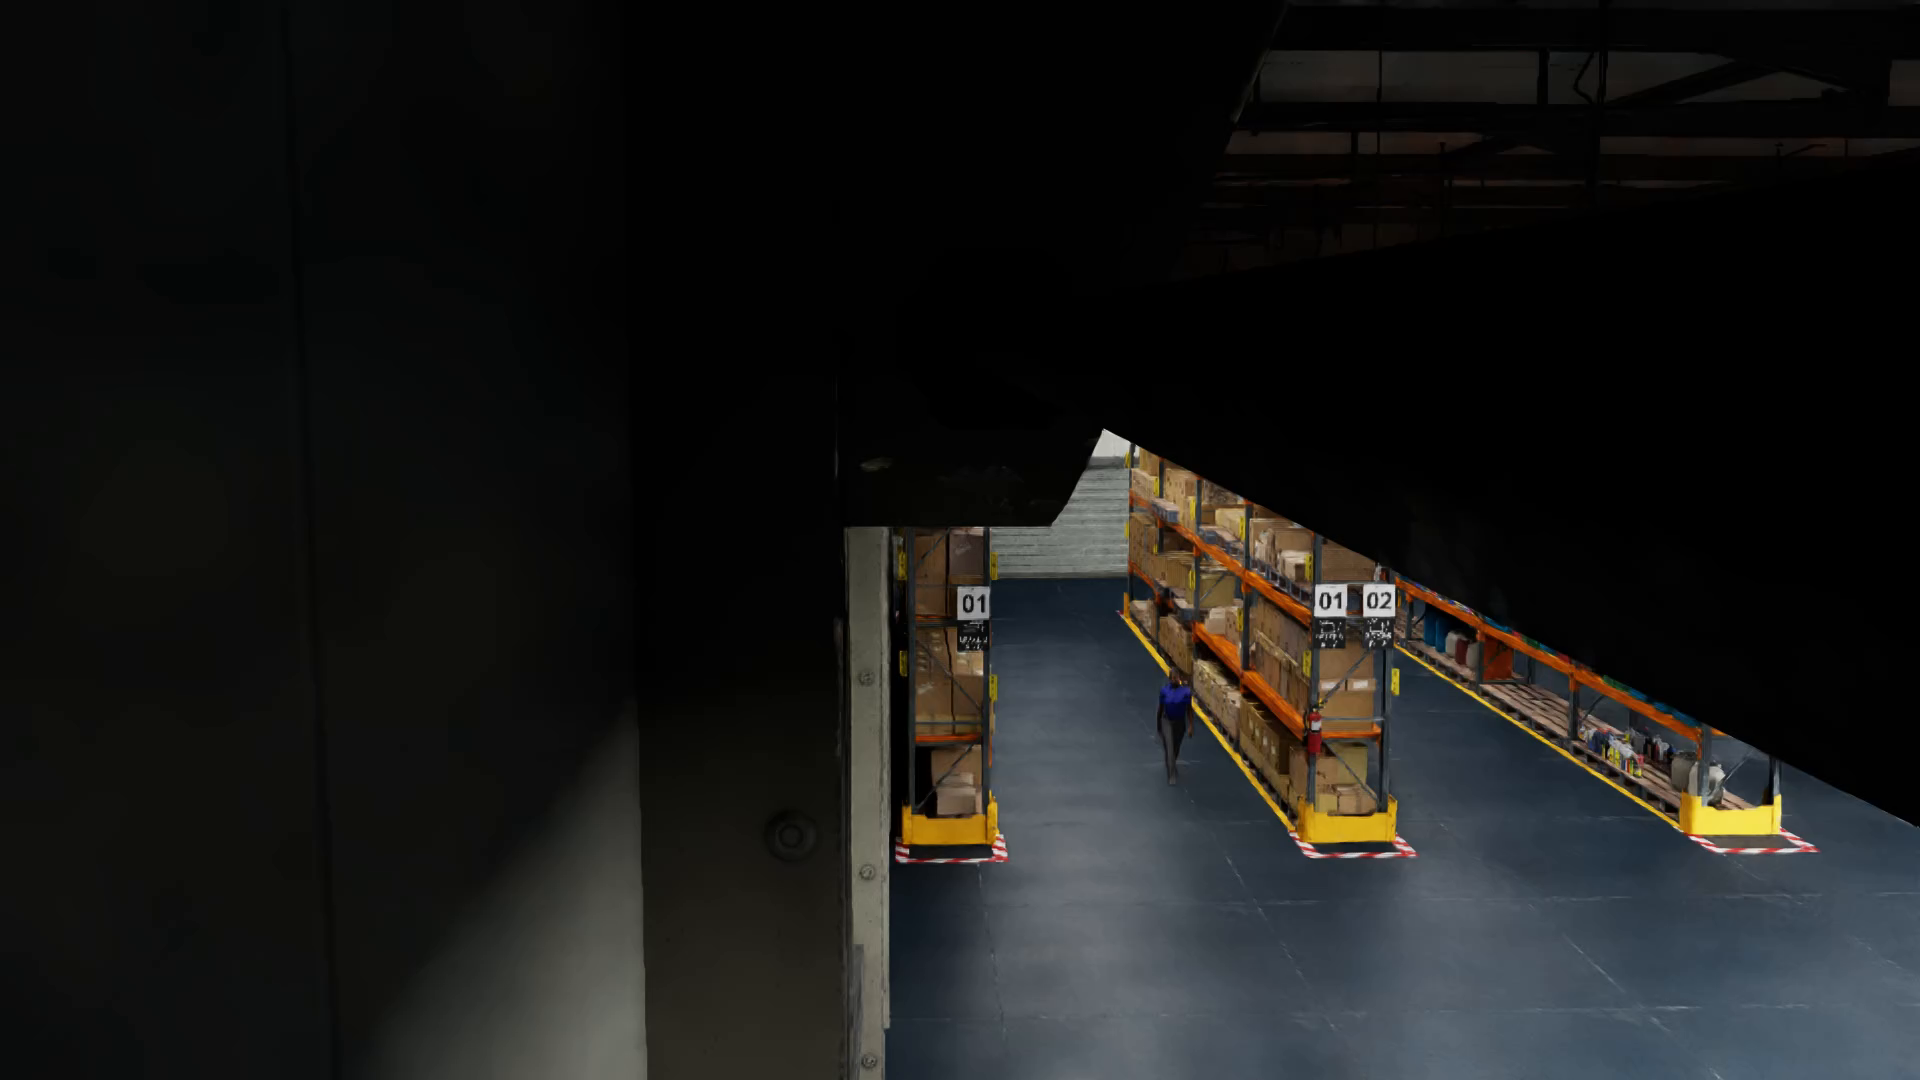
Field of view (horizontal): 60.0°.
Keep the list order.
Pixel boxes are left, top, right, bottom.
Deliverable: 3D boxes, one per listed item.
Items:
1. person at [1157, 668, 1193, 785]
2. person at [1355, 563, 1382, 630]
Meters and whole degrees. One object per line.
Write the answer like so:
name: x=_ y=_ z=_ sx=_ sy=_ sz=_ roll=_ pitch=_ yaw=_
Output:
person: x=3.007 y=2.563 z=23.252 sx=0.447 sy=1.596 sz=0.999 roll=0 pitch=7 yaw=-3
person: x=8.528 y=1.028 z=34.519 sx=0.471 sy=1.766 sz=0.619 roll=-1 pitch=7 yaw=-8
